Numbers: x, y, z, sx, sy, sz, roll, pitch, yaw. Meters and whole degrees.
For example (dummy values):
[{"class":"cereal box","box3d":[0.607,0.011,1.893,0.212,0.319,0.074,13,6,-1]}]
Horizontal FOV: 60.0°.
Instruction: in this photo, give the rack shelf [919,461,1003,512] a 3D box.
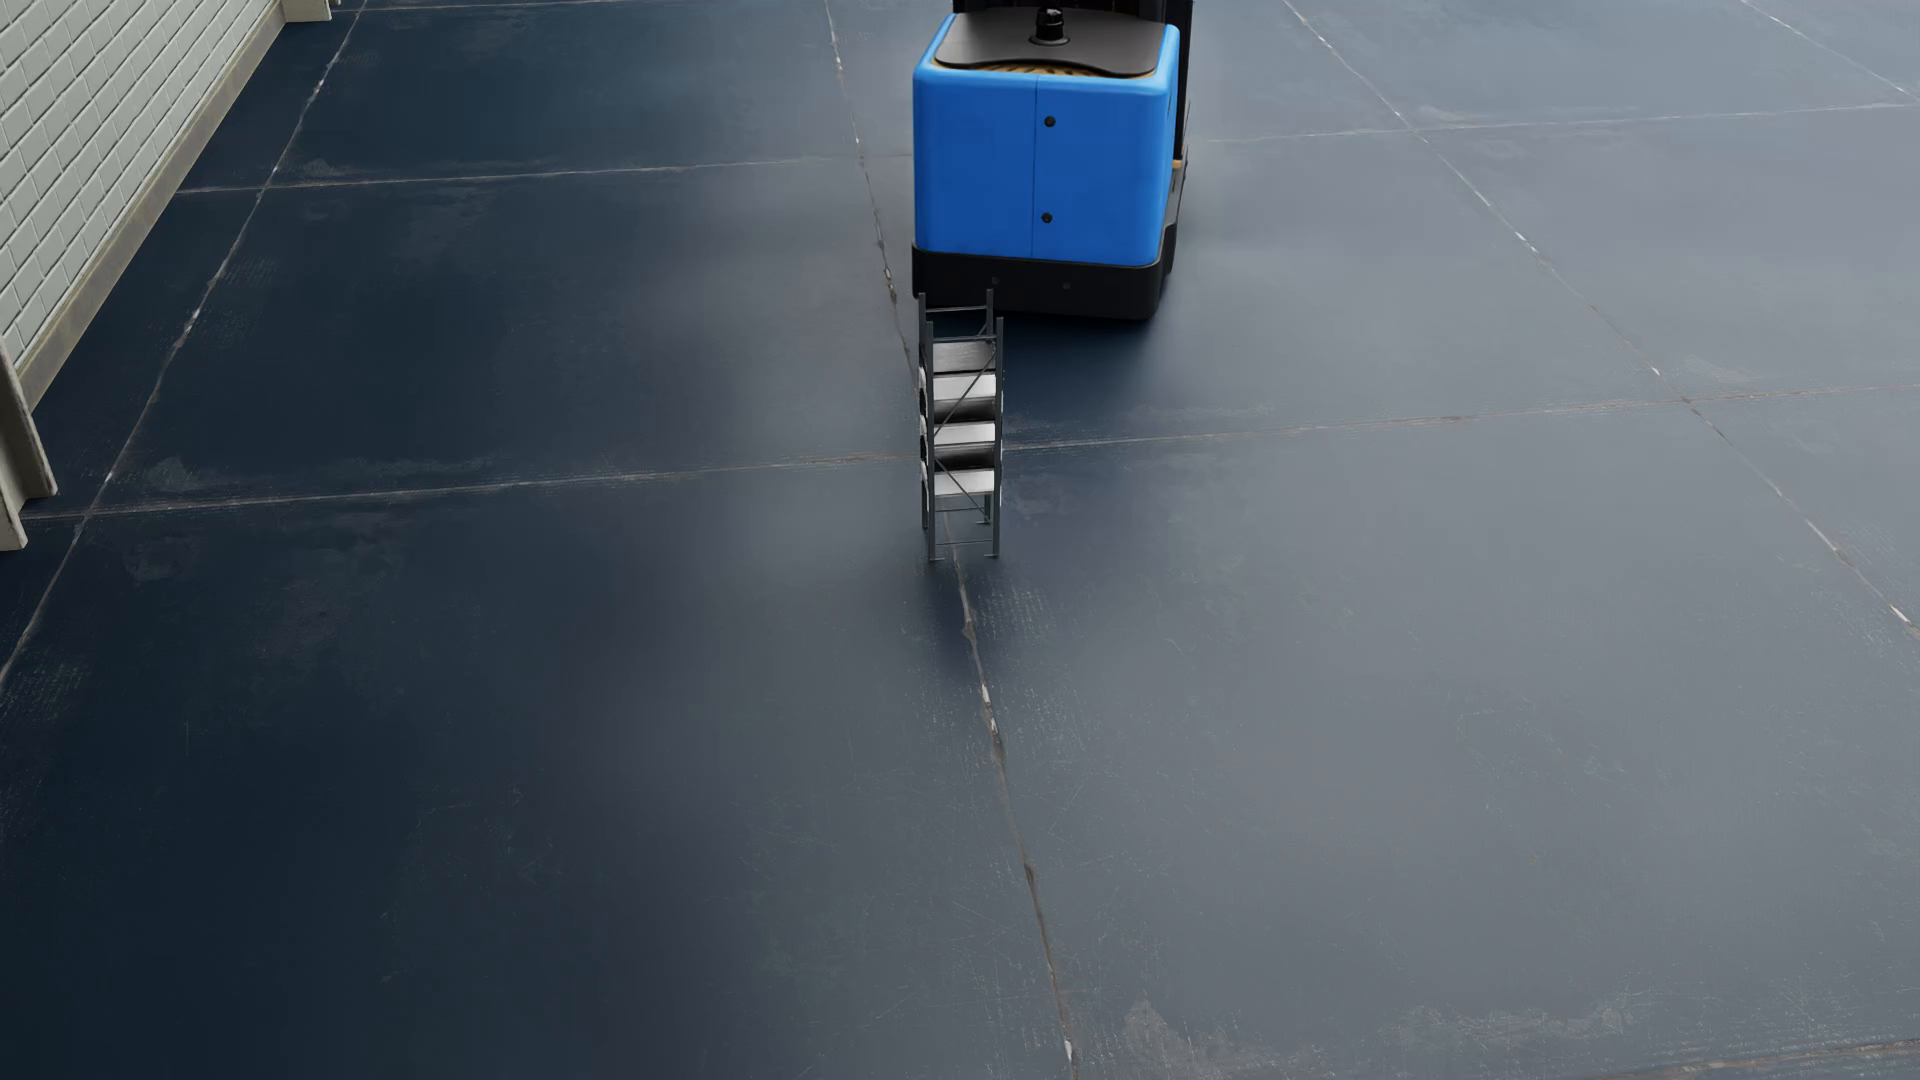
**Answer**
[{"class":"rack shelf","box3d":[0.001,-0.191,5.610,0.258,0.077,0.200,-4,35,-6]}]

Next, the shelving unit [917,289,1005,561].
[{"class":"shelving unit","box3d":[0.001,-0.367,5.490,0.258,0.900,0.210,-4,35,-6]}]

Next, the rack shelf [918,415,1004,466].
[{"class":"rack shelf","box3d":[0.001,-0.340,5.509,0.258,0.077,0.200,-4,35,-6]}]

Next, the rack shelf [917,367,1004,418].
[{"class":"rack shelf","box3d":[0.001,-0.489,5.407,0.258,0.077,0.200,-4,35,-6]}]

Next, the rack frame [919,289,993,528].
[{"class":"rack frame","box3d":[-0.013,-0.424,5.573,0.240,0.900,0.006,-4,35,-6]}]

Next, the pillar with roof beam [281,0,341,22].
[{"class":"pillar with roof beam","box3d":[0.065,-7.461,8.707,9.100,9.000,0.400,-4,35,-6]}]

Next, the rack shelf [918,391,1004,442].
[{"class":"rack shelf","box3d":[0.001,-0.414,5.458,0.258,0.077,0.200,-4,35,-6]}]

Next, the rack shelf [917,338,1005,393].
[{"class":"rack shelf","box3d":[0.001,-0.563,5.357,0.258,0.077,0.200,-4,35,-6]}]

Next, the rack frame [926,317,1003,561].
[{"class":"rack frame","box3d":[0.015,-0.311,5.407,0.240,0.900,0.006,-4,35,-6]}]

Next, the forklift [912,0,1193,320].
[{"class":"forklift","box3d":[0.553,-2.956,7.485,1.130,2.935,3.031,6,35,8]}]

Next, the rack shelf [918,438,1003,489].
[{"class":"rack shelf","box3d":[0.001,-0.265,5.559,0.258,0.077,0.200,-4,35,-6]}]
